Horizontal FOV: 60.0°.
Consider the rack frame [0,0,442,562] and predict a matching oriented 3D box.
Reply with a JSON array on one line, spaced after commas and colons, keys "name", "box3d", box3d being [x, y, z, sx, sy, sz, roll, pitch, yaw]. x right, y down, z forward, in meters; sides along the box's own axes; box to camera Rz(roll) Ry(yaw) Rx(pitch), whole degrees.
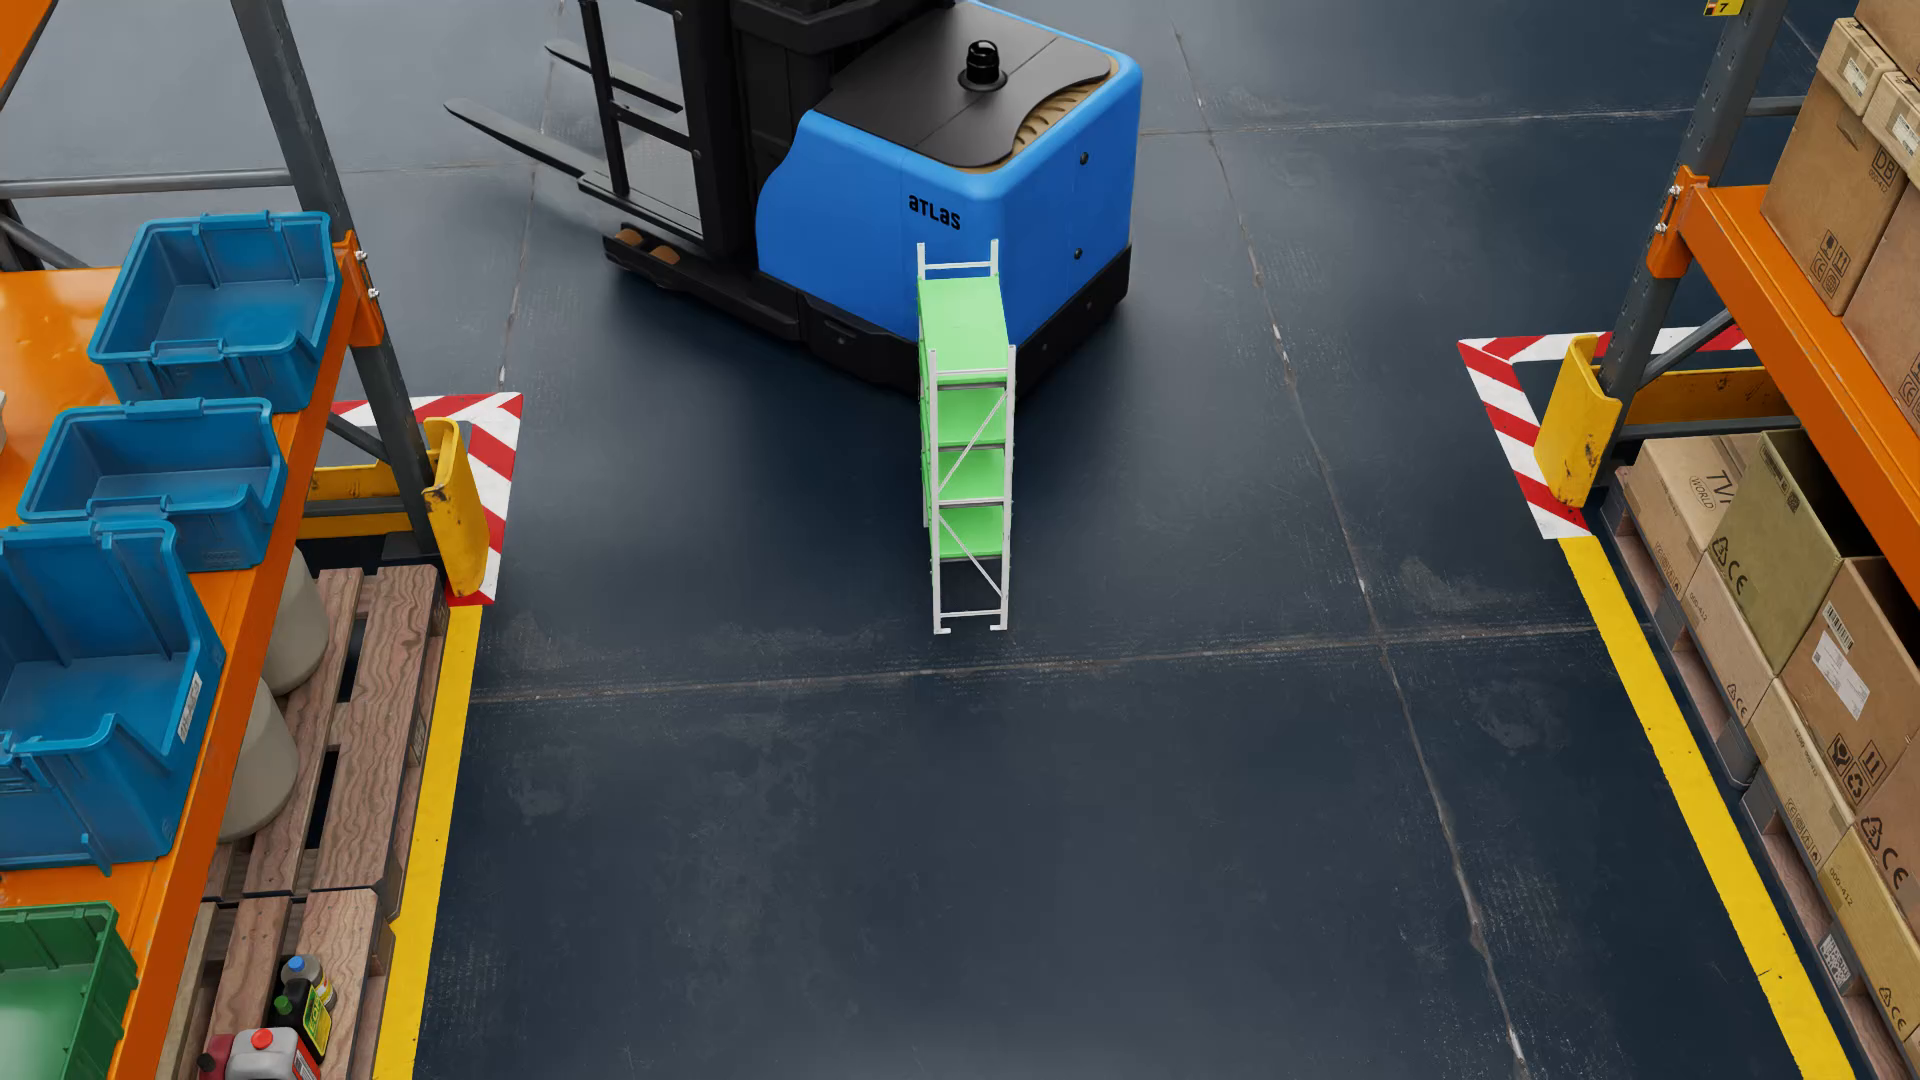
[{"name": "rack frame", "box3d": [-2.256, -0.986, 4.618, 1.000, 3.000, 0.127, -3, 47, -3]}]

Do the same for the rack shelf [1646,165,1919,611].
[{"name": "rack shelf", "box3d": [2.848, 0.410, 3.791, 1.077, 0.370, 4.000, -3, 47, -3]}]

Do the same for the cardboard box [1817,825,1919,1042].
[{"name": "cardboard box", "box3d": [2.627, 1.004, 4.338, 0.500, 0.250, 0.500, -3, 47, -3]}]

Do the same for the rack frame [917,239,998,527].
[{"name": "rack frame", "box3d": [-0.007, -0.469, 5.368, 0.240, 1.200, 0.015, -3, 47, -3]}]

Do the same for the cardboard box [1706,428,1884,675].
[{"name": "cardboard box", "box3d": [2.547, 0.022, 4.751, 0.500, 0.500, 0.500, -3, 47, -3]}]

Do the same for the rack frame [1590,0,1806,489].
[{"name": "rack frame", "box3d": [2.680, -1.284, 4.900, 1.000, 3.000, 0.127, -3, 47, -3]}]

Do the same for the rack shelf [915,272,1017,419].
[{"name": "rack shelf", "box3d": [0.014, -0.579, 4.899, 0.258, 0.148, 0.480, -3, 47, -3]}]

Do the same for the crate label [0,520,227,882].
[{"name": "crate label", "box3d": [-1.832, 0.317, 3.359, 0.502, 0.435, 0.616, -3, 47, -3]}]

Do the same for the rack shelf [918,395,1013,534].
[{"name": "rack shelf", "box3d": [0.014, -0.249, 5.247, 0.258, 0.148, 0.480, -3, 47, -3]}]

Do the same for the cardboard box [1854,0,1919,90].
[{"name": "cardboard box", "box3d": [2.711, -1.388, 4.036, 0.700, 0.500, 0.500, -3, 47, -3]}]

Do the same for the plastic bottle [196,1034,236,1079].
[{"name": "plastic bottle", "box3d": [-1.778, 1.290, 4.030, 0.061, 0.283, 0.133, -3, 47, -3]}]

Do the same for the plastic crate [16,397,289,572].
[{"name": "plastic crate", "box3d": [-1.867, -0.120, 3.901, 0.499, 0.251, 0.408, -3, 47, -3]}]

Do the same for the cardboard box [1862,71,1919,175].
[{"name": "cardboard box", "box3d": [2.523, -1.054, 4.166, 0.380, 0.149, 0.250, -5, 47, -4]}]

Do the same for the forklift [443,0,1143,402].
[{"name": "forklift", "box3d": [-0.828, -2.308, 5.917, 3.031, 2.935, 1.130, 28, 52, 24]}]

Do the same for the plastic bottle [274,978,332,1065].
[{"name": "plastic bottle", "box3d": [-1.637, 1.183, 4.132, 0.061, 0.283, 0.133, -2, 47, -2]}]

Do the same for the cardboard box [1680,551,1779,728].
[{"name": "cardboard box", "box3d": [2.549, 0.280, 5.023, 0.500, 0.250, 0.500, -3, 47, -3]}]

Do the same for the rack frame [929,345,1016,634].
[{"name": "rack frame", "box3d": [0.034, -0.116, 5.034, 0.240, 1.200, 0.015, -3, 47, -3]}]

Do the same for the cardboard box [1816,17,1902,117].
[{"name": "cardboard box", "box3d": [2.499, -1.245, 4.347, 0.380, 0.149, 0.250, -4, 47, -4]}]

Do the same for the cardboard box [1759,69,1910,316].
[{"name": "cardboard box", "box3d": [2.707, -0.980, 4.543, 0.700, 0.500, 0.500, -3, 47, -3]}]

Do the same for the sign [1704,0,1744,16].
[{"name": "sign", "box3d": [2.127, -1.580, 4.529, 0.100, 0.325, 0.005, -3, 47, -3]}]

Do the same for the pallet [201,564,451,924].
[{"name": "pallet", "box3d": [-2.140, 0.613, 5.024, 1.003, 0.211, 1.213, -3, 47, -3]}]

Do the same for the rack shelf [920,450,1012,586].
[{"name": "rack shelf", "box3d": [0.014, -0.084, 5.422, 0.258, 0.148, 0.480, -3, 47, -3]}]

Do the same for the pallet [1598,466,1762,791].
[{"name": "pallet", "box3d": [2.786, 0.225, 5.391, 1.003, 0.211, 1.213, -3, 47, -3]}]

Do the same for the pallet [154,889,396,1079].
[{"name": "pallet", "box3d": [-2.041, 1.494, 4.190, 1.003, 0.211, 1.213, -3, 47, -3]}]

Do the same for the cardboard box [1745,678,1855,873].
[{"name": "cardboard box", "box3d": [2.590, 0.642, 4.681, 0.500, 0.250, 0.500, -3, 47, -3]}]

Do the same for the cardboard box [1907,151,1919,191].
[{"name": "cardboard box", "box3d": [2.543, -0.873, 3.995, 0.380, 0.149, 0.250, -3, 47, -3]}]

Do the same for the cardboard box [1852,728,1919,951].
[{"name": "cardboard box", "box3d": [2.626, 0.746, 4.066, 0.500, 0.500, 0.500, -3, 47, -3]}]

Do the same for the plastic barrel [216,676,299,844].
[{"name": "plastic barrel", "box3d": [-2.083, 0.559, 4.578, 0.421, 0.512, 0.421, 0, 47, 0]}]

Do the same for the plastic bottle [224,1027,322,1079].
[{"name": "plastic bottle", "box3d": [-1.672, 1.286, 4.039, 0.152, 0.276, 0.135, -3, 47, -3]}]

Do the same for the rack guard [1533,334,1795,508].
[{"name": "rack guard", "box3d": [2.678, -0.442, 5.824, 1.175, 0.500, 0.348, -3, 47, -3]}]

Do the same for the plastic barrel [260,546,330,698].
[{"name": "plastic barrel", "box3d": [-2.125, 0.197, 4.922, 0.421, 0.512, 0.421, 0, 47, 0]}]

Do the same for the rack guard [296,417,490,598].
[{"name": "rack guard", "box3d": [-2.203, -0.074, 5.476, 1.175, 0.500, 0.348, -3, 47, -3]}]

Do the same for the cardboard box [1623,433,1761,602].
[{"name": "cardboard box", "box3d": [2.503, -0.082, 5.366, 0.500, 0.250, 0.500, -3, 47, -3]}]

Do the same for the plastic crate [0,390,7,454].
[{"name": "plastic crate", "box3d": [-2.502, -0.228, 4.082, 0.298, 0.136, 0.250, -3, 47, -3]}]

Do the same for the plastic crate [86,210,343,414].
[{"name": "plastic crate", "box3d": [-1.916, -0.591, 4.346, 0.499, 0.251, 0.616, -3, 47, -3]}]

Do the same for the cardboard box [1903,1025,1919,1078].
[{"name": "cardboard box", "box3d": [2.670, 1.366, 3.995, 0.500, 0.250, 0.500, -3, 47, -3]}]

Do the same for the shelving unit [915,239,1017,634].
[{"name": "shelving unit", "box3d": [0.014, -0.293, 5.201, 0.258, 1.200, 0.503, -3, 47, -3]}]

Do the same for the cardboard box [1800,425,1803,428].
[{"name": "cardboard box", "box3d": [3.022, -0.371, 5.123, 0.500, 0.500, 0.500, -3, 47, -3]}]

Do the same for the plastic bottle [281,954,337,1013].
[{"name": "plastic bottle", "box3d": [-1.665, 1.127, 4.241, 0.097, 0.201, 0.097, 0, 47, 0]}]

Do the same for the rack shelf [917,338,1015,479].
[{"name": "rack shelf", "box3d": [0.014, -0.414, 5.073, 0.258, 0.148, 0.480, -3, 47, -3]}]

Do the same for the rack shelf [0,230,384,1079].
[{"name": "rack shelf", "box3d": [-2.089, 0.709, 3.508, 1.077, 0.370, 4.000, -3, 47, -3]}]

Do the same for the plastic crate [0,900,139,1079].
[{"name": "plastic crate", "box3d": [-1.754, 0.982, 2.900, 0.450, 0.188, 0.662, -3, 47, -3]}]

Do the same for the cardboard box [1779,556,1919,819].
[{"name": "cardboard box", "box3d": [2.602, 0.383, 4.409, 0.500, 0.500, 0.500, -3, 47, -3]}]

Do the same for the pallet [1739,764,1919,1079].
[{"name": "pallet", "box3d": [2.885, 1.106, 4.557, 1.003, 0.211, 1.213, -3, 47, -3]}]

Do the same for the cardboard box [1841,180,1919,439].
[{"name": "cardboard box", "box3d": [2.755, -0.600, 4.184, 0.700, 0.500, 0.500, -2, 47, -2]}]
